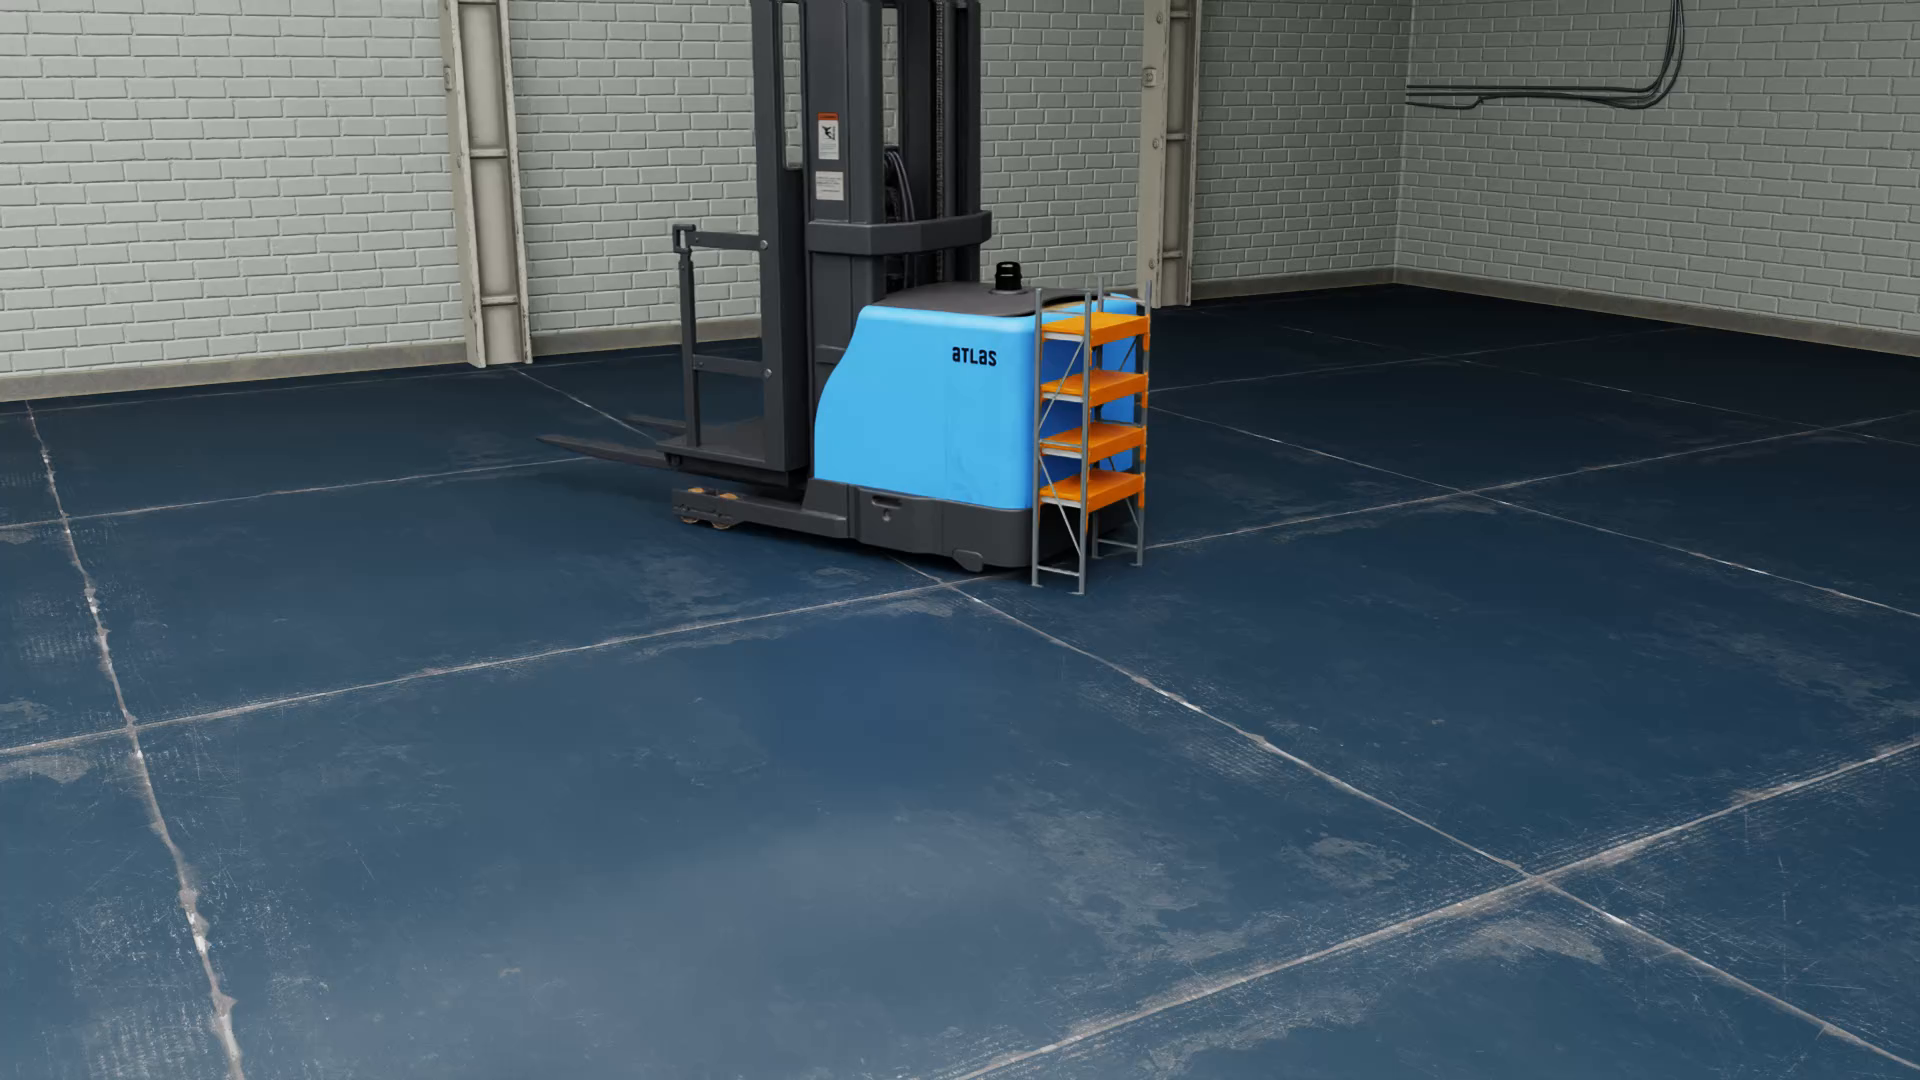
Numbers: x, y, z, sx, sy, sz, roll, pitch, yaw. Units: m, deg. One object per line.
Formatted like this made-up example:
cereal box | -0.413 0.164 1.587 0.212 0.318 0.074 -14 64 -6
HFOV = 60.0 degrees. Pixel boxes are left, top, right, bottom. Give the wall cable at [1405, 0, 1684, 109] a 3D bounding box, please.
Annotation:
wall cable | 5.035 -5.057 14.531 0.112 2.526 3.097 -9 18 -30

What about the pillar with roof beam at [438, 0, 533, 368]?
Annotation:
pillar with roof beam | -1.098 -4.619 7.214 0.400 9.000 9.100 -9 18 -30

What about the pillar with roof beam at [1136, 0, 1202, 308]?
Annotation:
pillar with roof beam | 4.045 -5.453 10.189 0.400 9.000 9.100 -9 18 -30

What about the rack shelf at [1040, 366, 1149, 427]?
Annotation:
rack shelf | 0.532 -0.579 6.673 0.258 0.148 0.480 10 19 33

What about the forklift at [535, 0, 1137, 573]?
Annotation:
forklift | -0.720 -1.564 7.558 3.031 2.935 1.130 10 19 33

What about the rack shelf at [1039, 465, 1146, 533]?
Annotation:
rack shelf | 0.531 -0.173 6.787 0.258 0.148 0.480 10 19 33

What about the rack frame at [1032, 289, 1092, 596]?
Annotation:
rack frame | 0.395 -0.374 6.520 0.240 1.200 0.015 10 19 33

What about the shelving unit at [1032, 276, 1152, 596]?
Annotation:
shelving unit | 0.531 -0.429 6.715 0.258 1.200 0.503 10 19 33

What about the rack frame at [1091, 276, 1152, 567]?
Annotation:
rack frame | 0.668 -0.483 6.910 0.240 1.200 0.015 10 19 33

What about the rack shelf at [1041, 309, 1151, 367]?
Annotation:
rack shelf | 0.532 -0.807 6.609 0.258 0.148 0.480 10 19 33

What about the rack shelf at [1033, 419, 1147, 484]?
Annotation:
rack shelf | 0.531 -0.364 6.733 0.258 0.148 0.480 10 19 33
